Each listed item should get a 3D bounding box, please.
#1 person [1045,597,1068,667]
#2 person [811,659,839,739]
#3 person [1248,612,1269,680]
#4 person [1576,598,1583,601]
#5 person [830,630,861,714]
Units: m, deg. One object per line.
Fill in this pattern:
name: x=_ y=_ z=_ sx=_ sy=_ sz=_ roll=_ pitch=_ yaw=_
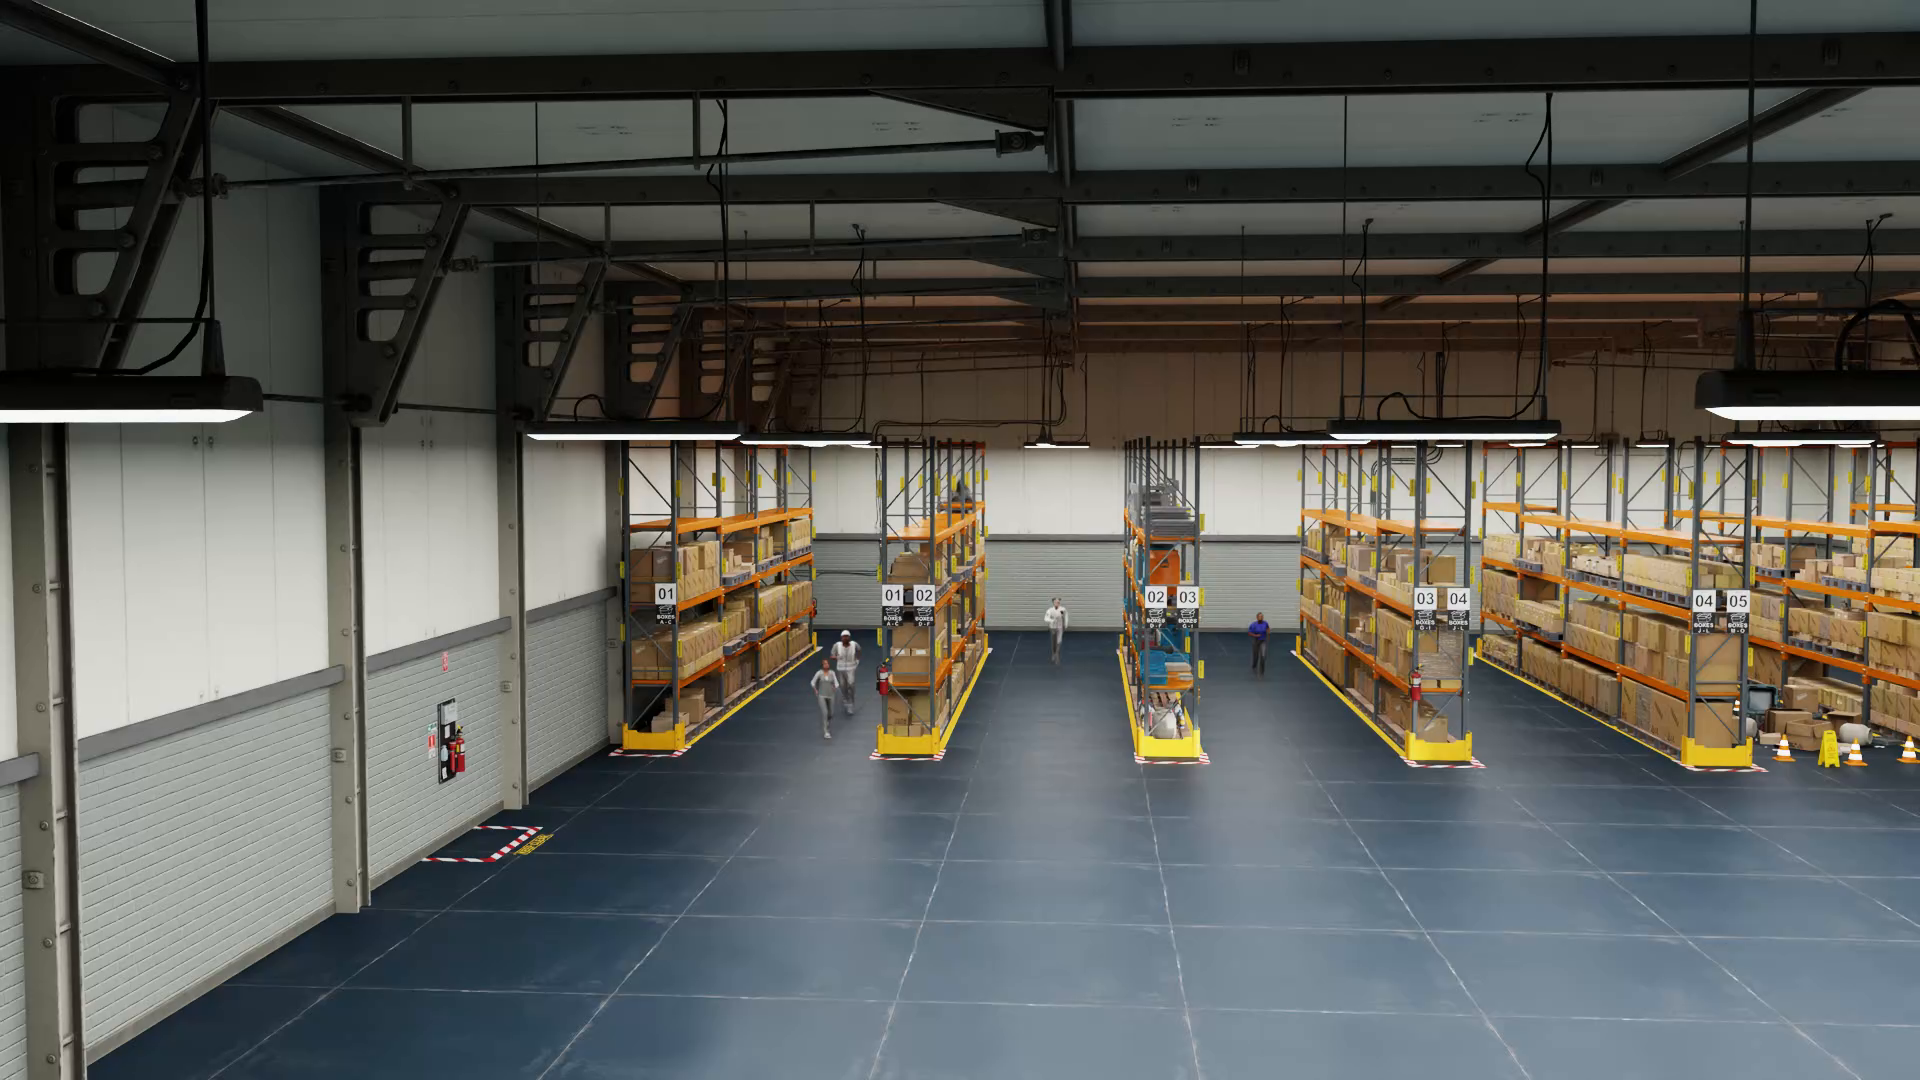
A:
person: x=2.493 y=2.352 z=43.056 sx=0.638 sy=1.764 sz=0.851 roll=0 pitch=3 yaw=-4
person: x=-2.699 y=3.156 z=33.306 sx=0.547 sy=1.563 sz=0.755 roll=-1 pitch=3 yaw=-17
person: x=7.549 y=2.660 z=42.014 sx=0.600 sy=1.692 sz=0.924 roll=0 pitch=3 yaw=-5
person: x=16.846 y=2.444 z=45.197 sx=0.686 sy=1.722 sz=0.589 roll=0 pitch=3 yaw=-8
person: x=-2.524 y=2.891 z=36.613 sx=0.651 sy=1.837 sz=0.853 roll=0 pitch=3 yaw=1
